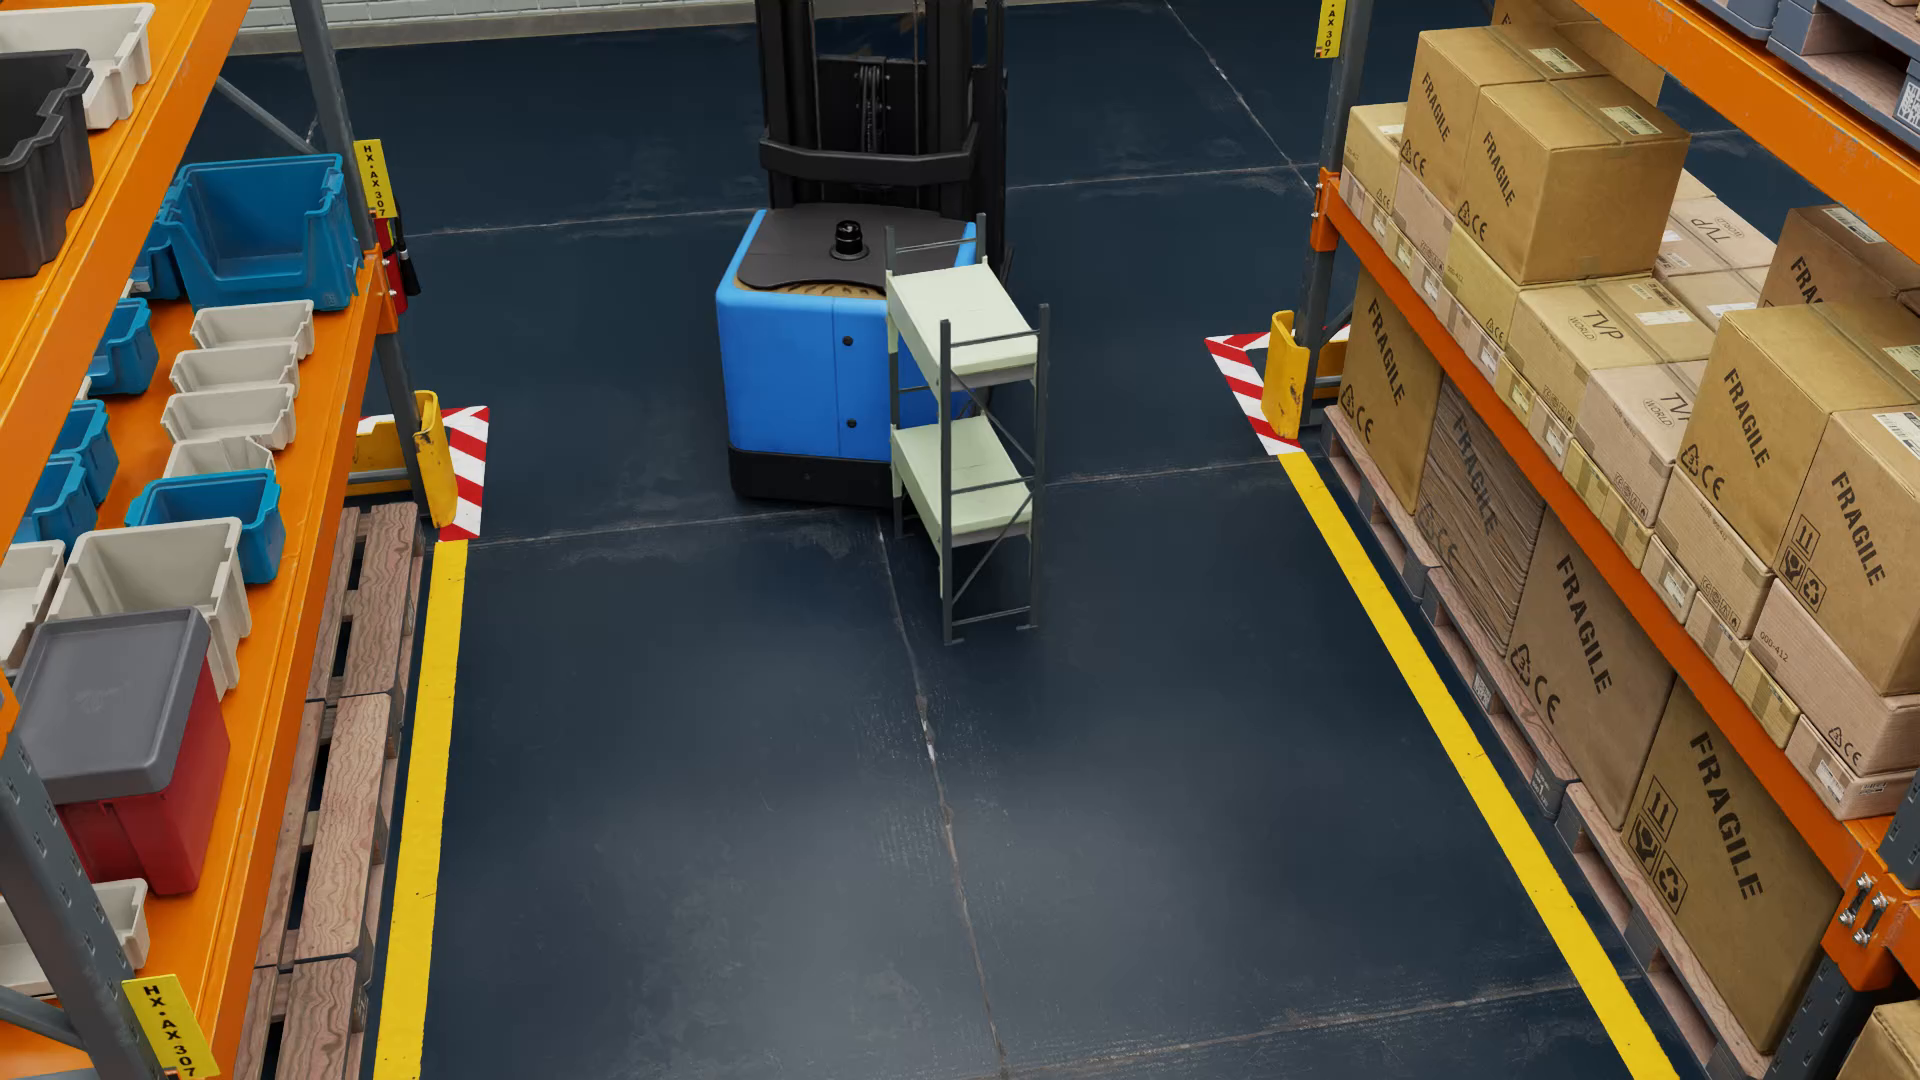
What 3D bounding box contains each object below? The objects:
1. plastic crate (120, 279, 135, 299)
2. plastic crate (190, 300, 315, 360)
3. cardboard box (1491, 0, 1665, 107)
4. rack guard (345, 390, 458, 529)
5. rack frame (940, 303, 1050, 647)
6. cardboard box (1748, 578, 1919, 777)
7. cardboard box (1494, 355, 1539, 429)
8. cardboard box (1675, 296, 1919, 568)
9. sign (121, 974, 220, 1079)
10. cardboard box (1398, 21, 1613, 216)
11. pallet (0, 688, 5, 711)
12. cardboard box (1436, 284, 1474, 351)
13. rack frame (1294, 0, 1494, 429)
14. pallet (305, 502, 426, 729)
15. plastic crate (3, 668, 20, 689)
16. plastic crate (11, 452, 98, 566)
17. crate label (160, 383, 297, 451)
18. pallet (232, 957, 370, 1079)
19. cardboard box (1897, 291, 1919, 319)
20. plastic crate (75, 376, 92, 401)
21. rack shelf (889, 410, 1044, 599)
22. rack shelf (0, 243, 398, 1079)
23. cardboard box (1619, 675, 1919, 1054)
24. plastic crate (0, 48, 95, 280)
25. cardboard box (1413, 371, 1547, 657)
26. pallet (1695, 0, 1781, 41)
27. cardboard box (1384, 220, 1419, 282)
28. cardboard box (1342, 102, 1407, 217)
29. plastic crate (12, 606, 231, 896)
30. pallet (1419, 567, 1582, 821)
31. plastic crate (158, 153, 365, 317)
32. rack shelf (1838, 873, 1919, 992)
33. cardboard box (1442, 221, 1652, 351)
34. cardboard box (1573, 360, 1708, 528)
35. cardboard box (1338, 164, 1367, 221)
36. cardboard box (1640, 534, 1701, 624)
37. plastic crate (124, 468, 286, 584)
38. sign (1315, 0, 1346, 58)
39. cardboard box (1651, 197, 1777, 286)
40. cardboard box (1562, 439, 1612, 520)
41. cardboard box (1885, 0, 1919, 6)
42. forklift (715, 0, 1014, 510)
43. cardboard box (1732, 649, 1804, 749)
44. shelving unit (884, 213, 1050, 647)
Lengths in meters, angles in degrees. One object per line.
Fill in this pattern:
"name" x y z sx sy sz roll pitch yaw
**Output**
"plastic crate" -3.123 -0.803 6.005 0.250 0.136 0.298 -6 38 -8
"plastic crate" -2.495 -0.718 5.895 0.396 0.136 0.243 -6 38 -8
"cardboard box" 2.404 -1.892 6.509 0.500 0.500 0.500 -6 38 -7
"rack guard" -2.834 -0.297 7.225 1.175 0.500 0.348 -6 38 -8
"rack frame" 0.123 -0.204 6.290 0.400 1.500 0.023 -11 39 -14
"cardboard box" 2.425 0.316 4.279 0.500 0.250 0.500 -7 38 -9
"cardboard box" 2.068 -0.526 5.687 0.380 0.149 0.250 -7 38 -9
"cardboard box" 2.333 -0.294 4.452 0.500 0.500 0.500 -6 38 -7
"sign" -1.573 0.978 3.321 0.100 0.325 0.005 -6 38 -8
"cardboard box" 1.966 -1.537 6.052 0.500 0.500 0.500 -7 38 -9
"pallet" -1.882 0.498 1.873 1.213 0.211 1.003 -6 38 -8
"cardboard box" 1.979 -0.834 6.084 0.380 0.149 0.250 -7 38 -9
"rack frame" 2.060 -1.804 7.127 1.000 3.000 0.127 -6 38 -8
"pallet" -2.710 0.332 6.650 1.003 0.211 1.213 -6 38 -8
"plastic crate" -2.576 0.583 4.230 0.437 0.125 0.590 -6 38 -8
"plastic crate" -2.814 -0.068 4.980 0.416 0.233 0.300 -6 38 -8
"crate label" -2.386 -0.375 5.454 0.396 0.136 0.243 -6 38 -8
"pallet" -2.282 1.806 4.753 1.003 0.211 1.213 -6 38 -8
"cardboard box" 2.850 -0.357 4.533 0.500 0.500 0.500 -6 38 -8
"plastic crate" -3.004 -0.394 5.478 0.250 0.136 0.298 -6 38 -8
"rack shelf" 0.014 -0.161 6.766 0.431 0.370 0.720 -11 39 -14
"rack shelf" -2.466 0.221 5.107 1.077 0.370 4.000 -6 38 -8
"cardboard box" 2.724 0.878 5.064 0.875 0.875 0.875 -6 38 -8
"plastic crate" -2.063 -0.768 3.455 0.497 0.269 0.590 -6 38 -8
"cardboard box" 2.410 -0.203 6.456 0.875 0.875 0.875 -6 38 -8
"pallet" 2.417 -1.768 4.708 1.003 0.211 1.213 -6 38 -8
"cardboard box" 1.889 -1.145 6.484 0.380 0.149 0.250 -7 38 -9
"cardboard box" 1.878 -1.543 6.671 0.500 0.250 0.500 -7 38 -9
"plastic crate" -2.025 0.530 4.022 0.402 0.464 0.583 -6 38 -8
"pallet" 2.487 0.507 6.425 1.003 0.211 1.213 -6 38 -8
"plastic crate" -2.574 -1.127 6.177 0.616 0.435 0.499 -6 38 -8
"rack shelf" 3.112 2.104 2.683 1.077 0.370 4.000 -6 38 -8
"cardboard box" 2.060 -0.926 5.877 0.500 0.250 0.500 -7 38 -9
"cardboard box" 2.242 -0.305 5.077 0.500 0.250 0.500 -5 38 -7
"cardboard box" 1.797 -1.455 6.882 0.380 0.149 0.250 -6 38 -7
"cardboard box" 2.250 0.097 4.885 0.380 0.149 0.250 -6 38 -7
"plastic crate" -2.204 -0.016 4.913 0.416 0.233 0.300 -6 38 -8
"sign" 1.512 -2.121 6.765 0.100 0.325 0.005 -6 38 -8
"cardboard box" 2.584 -0.984 5.951 0.500 0.250 0.500 -7 38 -9
"cardboard box" 2.159 -0.214 5.285 0.380 0.149 0.250 -7 38 -9
"cardboard box" 2.475 -1.609 3.925 0.700 0.500 0.500 -4 38 -6
"forklift" -0.317 -2.180 7.667 1.130 2.935 3.031 5 38 6
"cardboard box" 2.340 0.407 4.486 0.380 0.149 0.250 -6 38 -7
"shelving unit" 0.014 -0.418 6.566 0.431 1.500 0.755 -11 39 -14
